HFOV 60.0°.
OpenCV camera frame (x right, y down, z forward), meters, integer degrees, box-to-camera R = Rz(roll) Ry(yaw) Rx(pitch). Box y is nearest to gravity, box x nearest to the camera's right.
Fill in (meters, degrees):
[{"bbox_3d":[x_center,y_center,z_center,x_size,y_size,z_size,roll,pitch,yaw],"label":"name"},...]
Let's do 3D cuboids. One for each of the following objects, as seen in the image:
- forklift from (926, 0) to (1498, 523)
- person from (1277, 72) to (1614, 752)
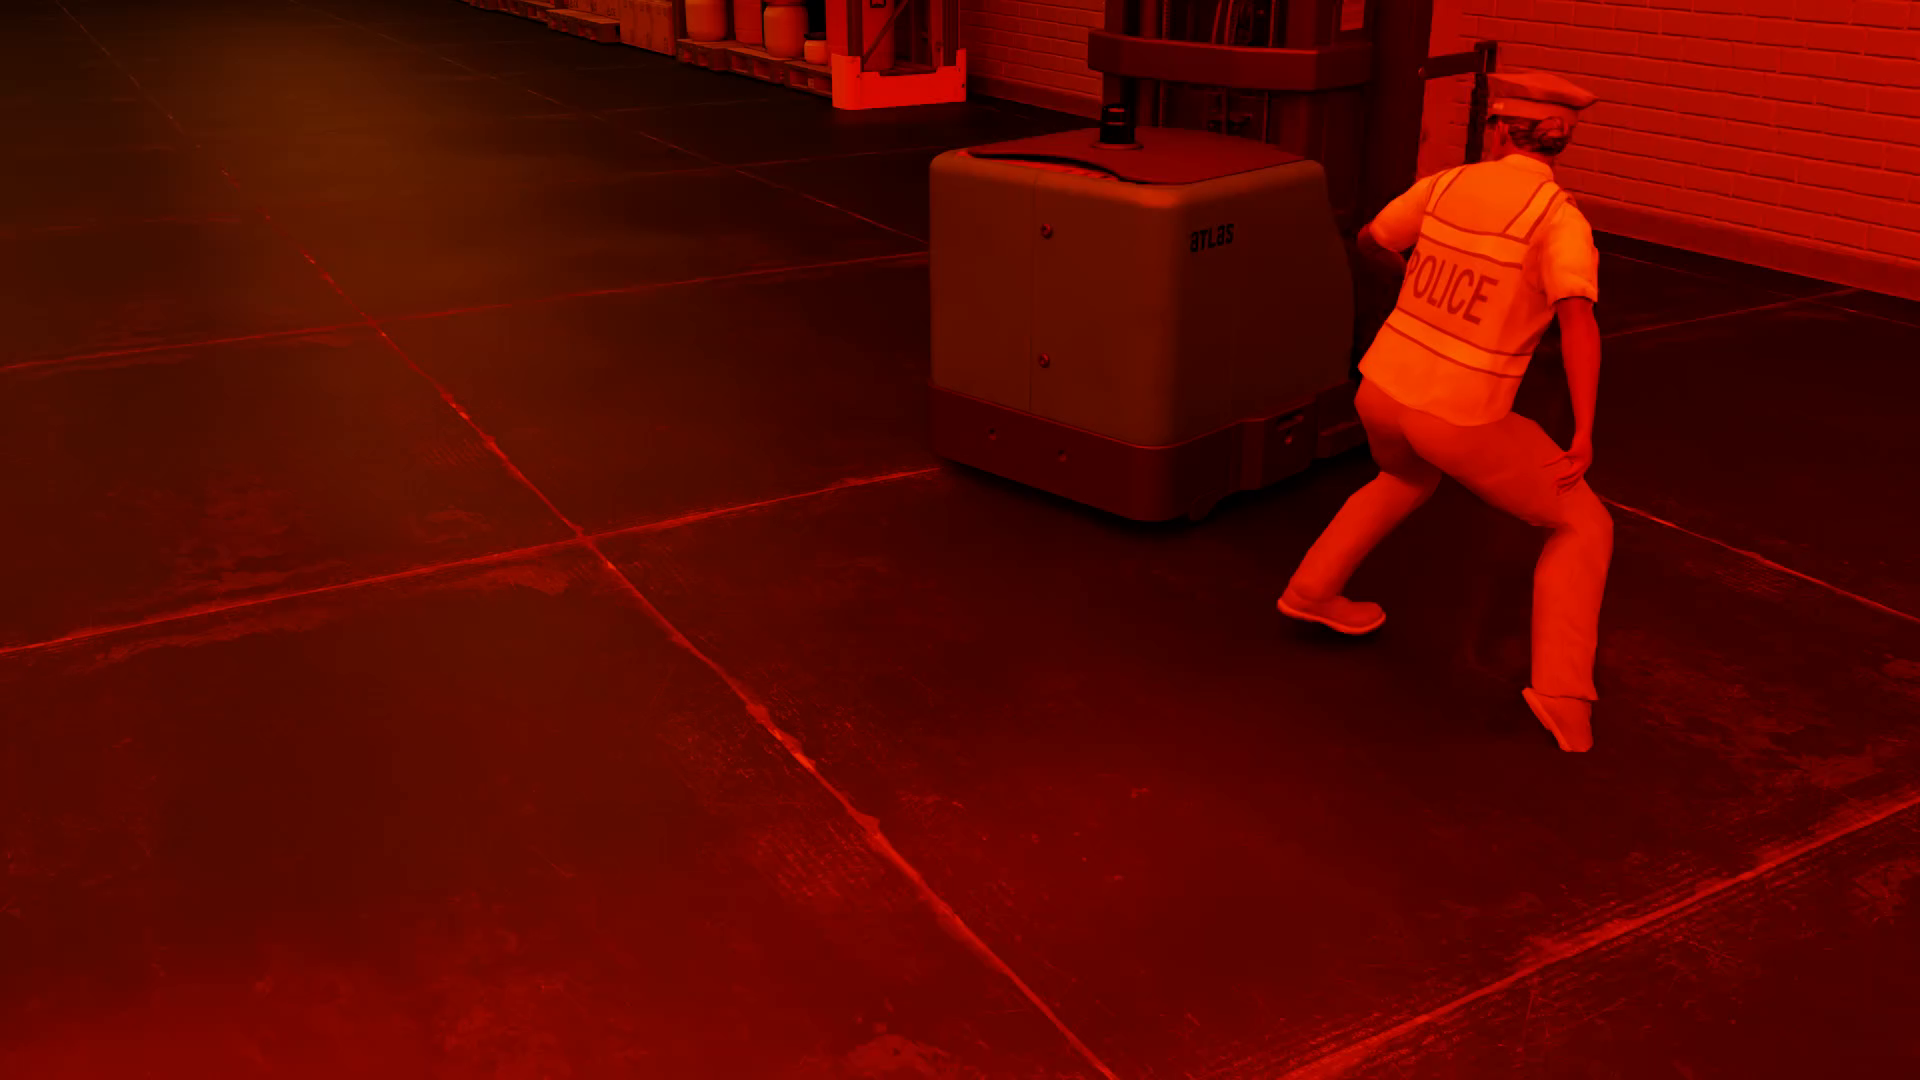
[{"bbox_3d":[1.280,-1.876,5.845,1.130,2.935,3.031,21,30,41],"label":"forklift"},{"bbox_3d":[1.252,-0.283,3.995,0.553,1.604,0.975,-12,25,-26],"label":"person"}]
